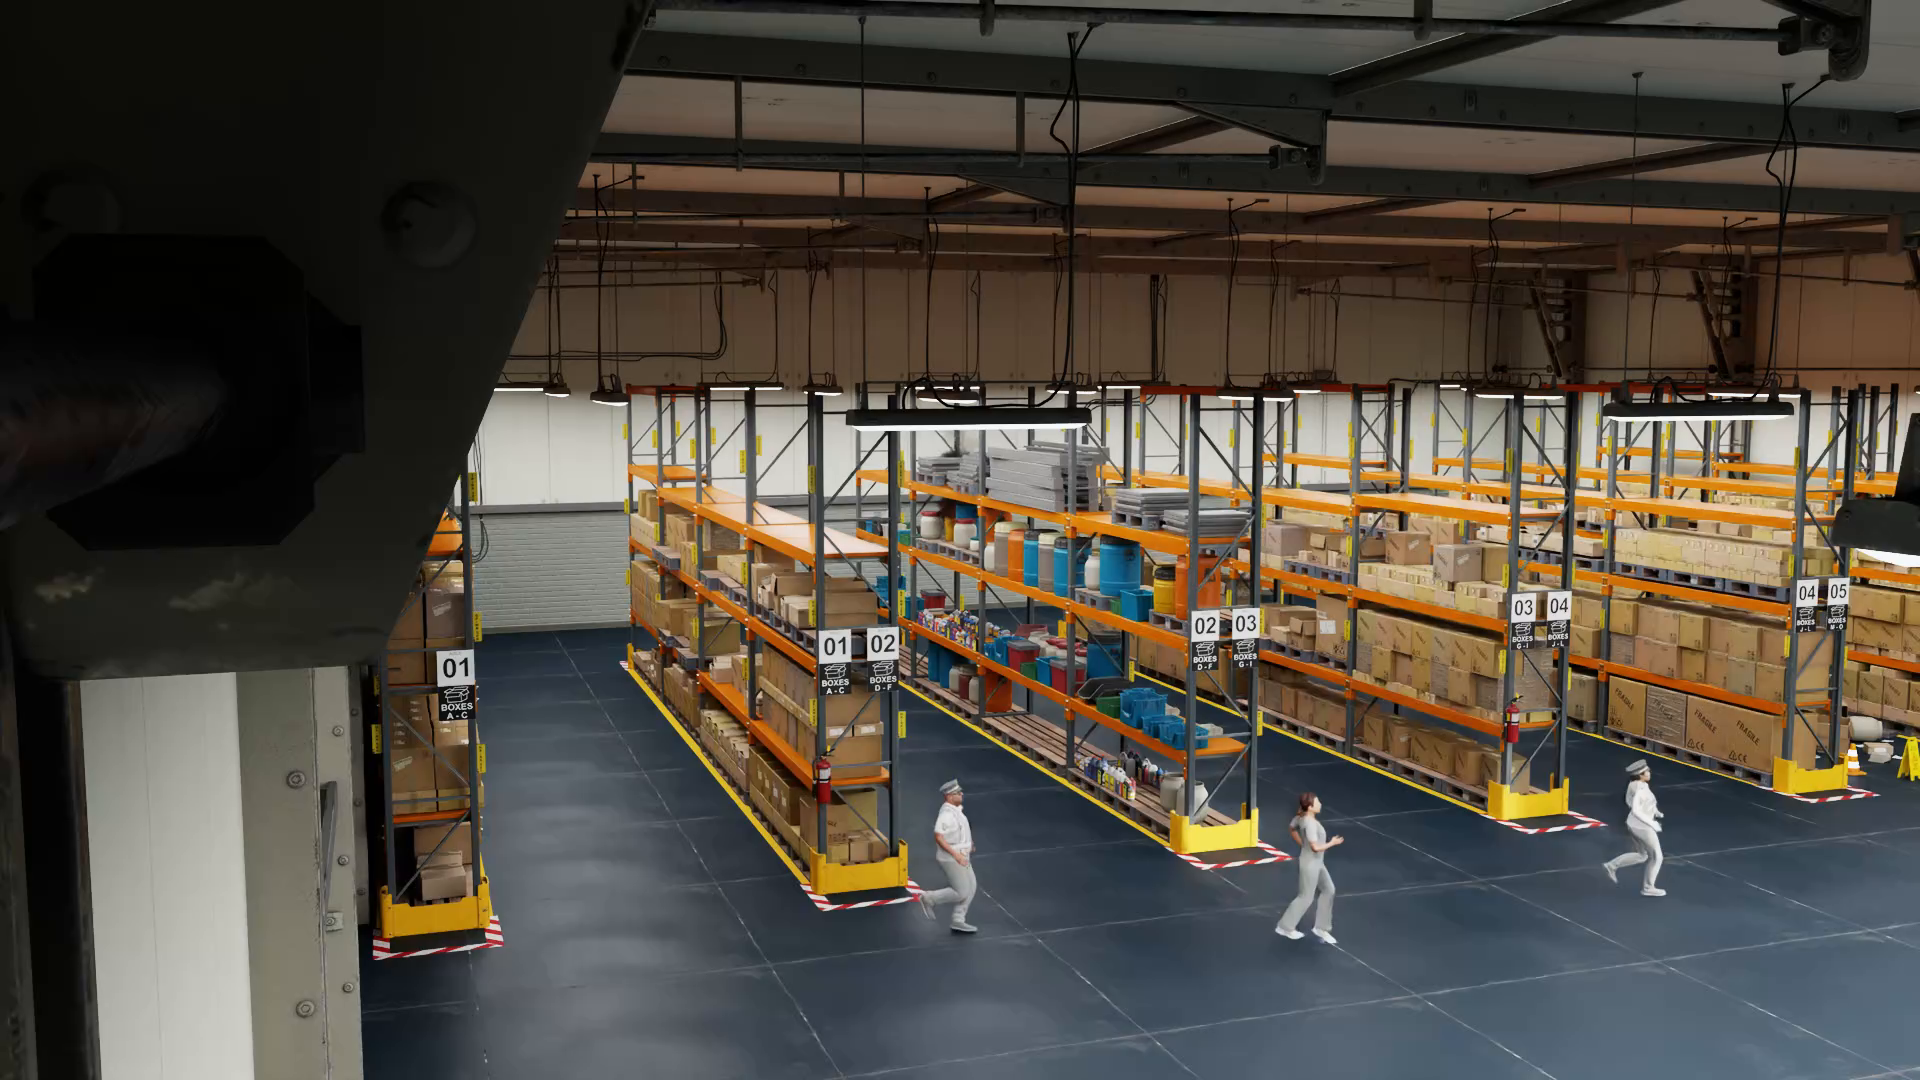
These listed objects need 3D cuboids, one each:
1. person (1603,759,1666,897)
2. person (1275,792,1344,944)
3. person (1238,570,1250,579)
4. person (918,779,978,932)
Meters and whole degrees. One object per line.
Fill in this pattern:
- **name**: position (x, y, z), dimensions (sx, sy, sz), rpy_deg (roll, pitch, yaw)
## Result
- **person**: position (8.144, 3.447, 19.958), dimensions (0.698, 1.653, 0.621), rpy_deg (1, 6, 8)
- **person**: position (3.839, 3.614, 18.265), dimensions (0.716, 1.723, 0.547), rpy_deg (1, 6, 10)
- **person**: position (6.851, 1.225, 41.182), dimensions (0.735, 1.718, 0.932), rpy_deg (-2, 6, -19)
- **person**: position (-0.112, 3.550, 18.728), dimensions (0.641, 1.743, 0.675), rpy_deg (1, 6, 9)
